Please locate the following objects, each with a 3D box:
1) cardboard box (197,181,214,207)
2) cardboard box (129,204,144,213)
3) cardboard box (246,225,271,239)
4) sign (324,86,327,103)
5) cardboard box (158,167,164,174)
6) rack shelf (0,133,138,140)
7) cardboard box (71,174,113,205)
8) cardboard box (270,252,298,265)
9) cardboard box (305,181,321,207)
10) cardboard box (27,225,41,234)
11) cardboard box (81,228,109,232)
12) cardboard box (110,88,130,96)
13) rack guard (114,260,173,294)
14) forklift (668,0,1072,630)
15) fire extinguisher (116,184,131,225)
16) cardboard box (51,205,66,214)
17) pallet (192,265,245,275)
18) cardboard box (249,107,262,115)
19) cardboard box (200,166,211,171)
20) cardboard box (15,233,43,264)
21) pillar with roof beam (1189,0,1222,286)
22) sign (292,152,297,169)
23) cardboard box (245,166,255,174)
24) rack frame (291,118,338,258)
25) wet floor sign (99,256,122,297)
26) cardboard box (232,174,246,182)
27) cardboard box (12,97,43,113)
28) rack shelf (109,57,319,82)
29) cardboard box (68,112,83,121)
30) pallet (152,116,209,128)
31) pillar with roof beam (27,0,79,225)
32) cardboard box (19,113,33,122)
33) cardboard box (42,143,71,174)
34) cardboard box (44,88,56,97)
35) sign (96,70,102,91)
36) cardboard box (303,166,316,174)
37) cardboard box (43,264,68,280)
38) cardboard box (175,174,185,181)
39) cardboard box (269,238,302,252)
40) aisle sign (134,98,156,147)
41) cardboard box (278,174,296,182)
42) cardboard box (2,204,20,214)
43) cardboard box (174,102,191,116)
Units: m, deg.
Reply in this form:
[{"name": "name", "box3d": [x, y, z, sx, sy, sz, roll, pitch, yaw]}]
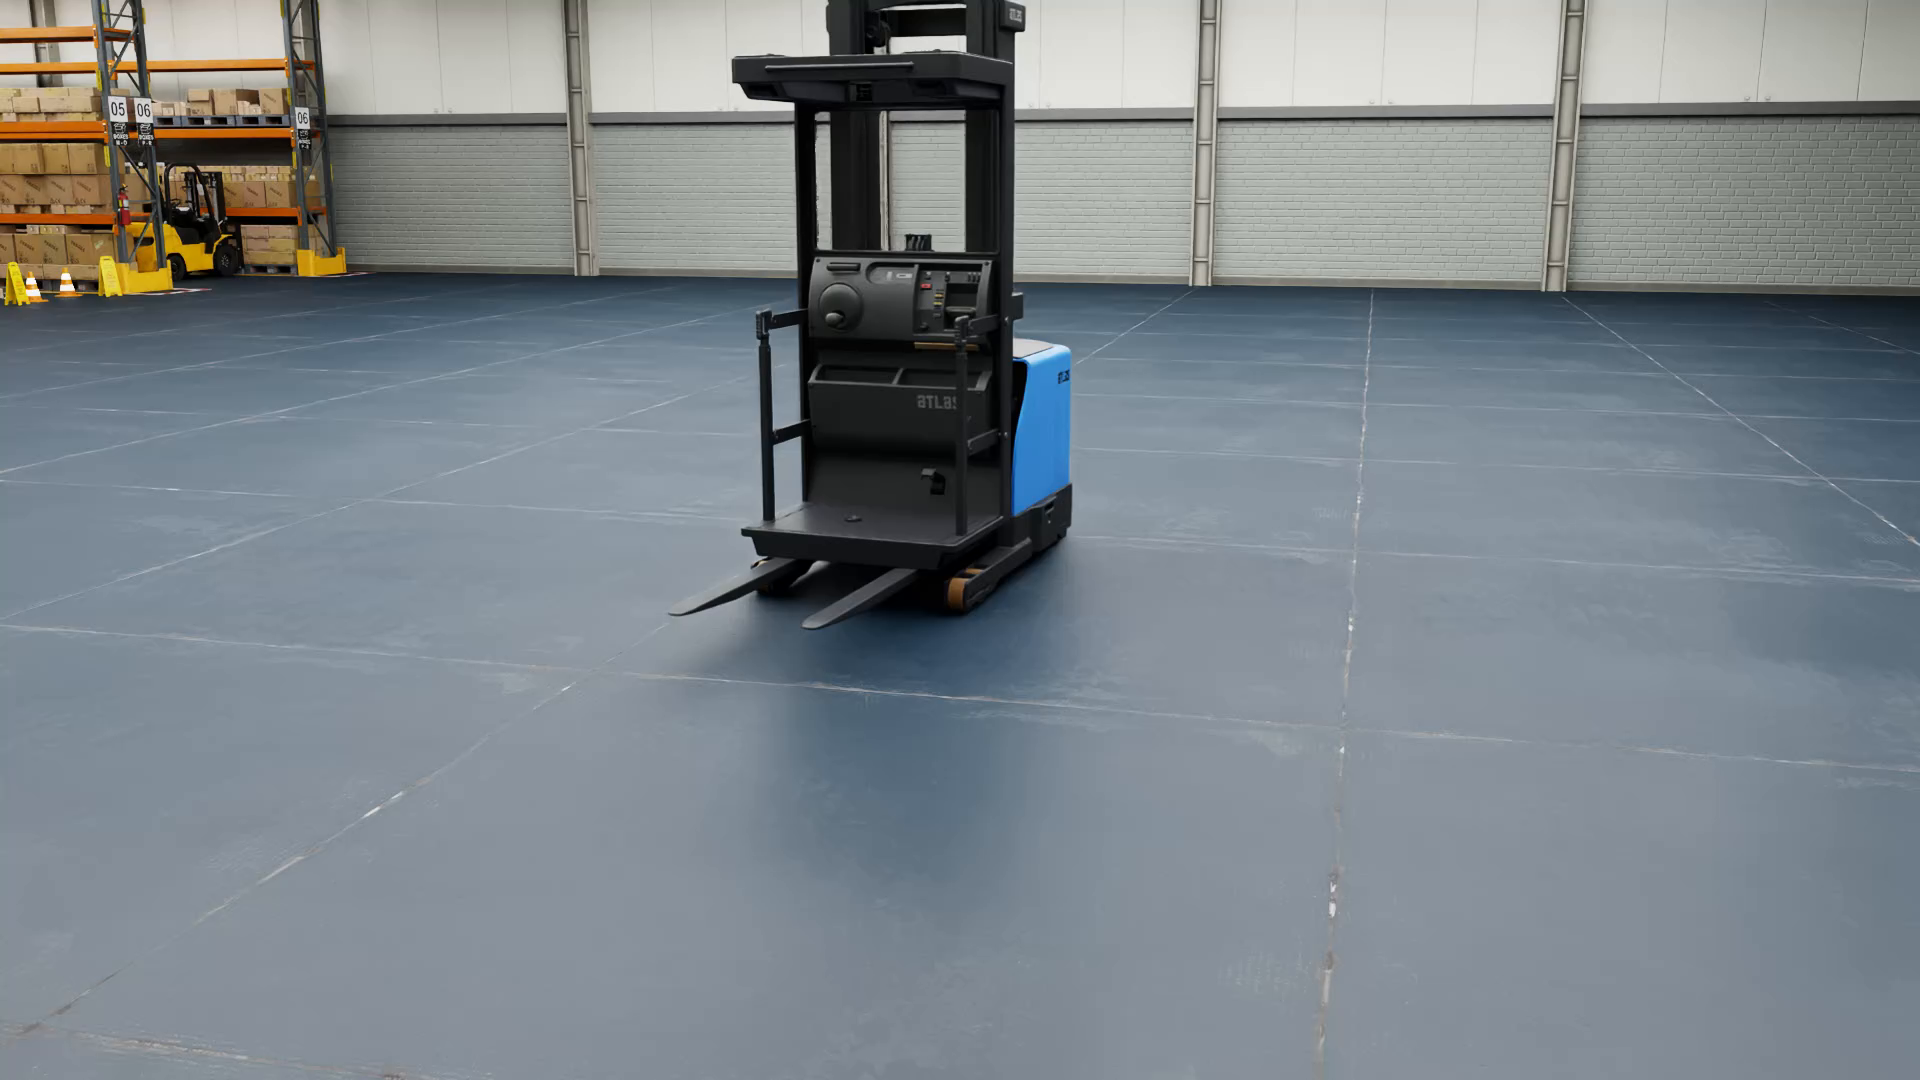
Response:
[{"name": "cardboard box", "box3d": [-14.721, -6.849, 32.950, 0.500, 0.500, 0.500, 3, 13, 14]}, {"name": "cardboard box", "box3d": [-14.156, -5.646, 28.335, 0.250, 0.149, 0.380, 3, 13, 14]}, {"name": "cardboard box", "box3d": [-13.709, -6.085, 32.808, 0.500, 0.250, 0.500, 3, 13, 15]}, {"name": "sign", "box3d": [-12.552, -8.797, 32.834, 0.005, 0.325, 0.100, 3, 13, 14]}, {"name": "cardboard box", "box3d": [-15.810, -7.385, 33.177, 0.250, 0.149, 0.380, 3, 13, 12]}, {"name": "rack shelf", "box3d": [-18.516, -8.176, 33.894, 4.000, 0.370, 1.077, 3, 13, 14]}, {"name": "cardboard box", "box3d": [-14.469, -5.871, 27.855, 0.500, 0.500, 0.500, 3, 13, 13]}, {"name": "cardboard box", "box3d": [-13.222, -5.572, 32.800, 0.500, 0.250, 0.500, 3, 13, 14]}, {"name": "cardboard box", "box3d": [-13.105, -6.884, 33.106, 0.500, 0.500, 0.500, 3, 13, 15]}, {"name": "cardboard box", "box3d": [-15.588, -5.272, 28.220, 0.250, 0.149, 0.380, 4, 13, 16]}, {"name": "cardboard box", "box3d": [-17.835, -6.071, 34.185, 0.625, 0.625, 0.875, 3, 13, 13]}, {"name": "cardboard box", "box3d": [-14.172, -7.499, 27.924, 0.250, 0.149, 0.380, 3, 13, 13]}, {"name": "rack guard", "box3d": [-13.950, -4.491, 28.321, 0.348, 0.500, 1.175, 3, 13, 14]}, {"name": "forklift", "box3d": [-0.365, -1.193, 7.846, 1.130, 2.935, 3.031, 5, 13, 20]}, {"name": "fire extinguisher", "box3d": [-13.875, -5.567, 27.577, 0.183, 0.674, 0.296, 3, 13, 14]}, {"name": "cardboard box", "box3d": [-15.064, -5.574, 28.010, 0.250, 0.149, 0.380, 3, 13, 15]}, {"name": "pallet", "box3d": [-14.624, -5.485, 33.466, 1.213, 0.211, 1.003, 3, 13, 14]}, {"name": "cardboard box", "box3d": [-13.568, -8.326, 32.290, 0.250, 0.149, 0.380, 3, 13, 12]}, {"name": "cardboard box", "box3d": [-14.819, -7.331, 32.937, 0.250, 0.149, 0.380, 3, 13, 14]}, {"name": "cardboard box", "box3d": [-15.712, -4.977, 28.387, 0.500, 0.500, 0.500, 3, 13, 12]}, {"name": "pillar with roof beam", "box3d": [3.294, -8.066, 24.814, 0.400, 9.000, 9.100, 3, 13, 14]}, {"name": "sign", "box3d": [-12.834, -7.319, 32.075, 0.005, 0.325, 0.100, 3, 13, 14]}, {"name": "cardboard box", "box3d": [-13.820, -7.279, 32.701, 0.250, 0.149, 0.380, 3, 13, 14]}, {"name": "rack frame", "box3d": [-12.690, -6.751, 32.738, 0.127, 3.000, 1.000, 3, 13, 14]}, {"name": "wet floor sign", "box3d": [-13.948, -4.323, 27.228, 0.232, 0.644, 0.267, 8, 15, 33]}, {"name": "cardboard box", "box3d": [-14.095, -7.128, 32.709, 0.250, 0.149, 0.380, 3, 13, 12]}, {"name": "cardboard box", "box3d": [-15.430, -7.266, 27.791, 0.500, 0.250, 0.500, 3, 13, 15]}, {"name": "rack shelf", "box3d": [-14.632, -9.237, 32.677, 4.000, 0.370, 1.077, 3, 13, 14]}, {"name": "cardboard box", "box3d": [-14.539, -7.015, 27.580, 0.250, 0.149, 0.380, 3, 13, 14]}, {"name": "pallet", "box3d": [-15.740, -8.341, 33.183, 1.213, 0.211, 1.003, 3, 13, 14]}, {"name": "pillar with roof beam", "box3d": [-20.007, -9.312, 30.428, 0.400, 9.000, 9.100, 3, 13, 14]}, {"name": "cardboard box", "box3d": [-15.526, -7.081, 27.879, 0.250, 0.149, 0.380, 3, 13, 12]}, {"name": "cardboard box", "box3d": [-14.914, -6.398, 27.919, 0.500, 0.500, 0.700, 3, 13, 14]}, {"name": "cardboard box", "box3d": [-15.002, -7.448, 27.694, 0.250, 0.149, 0.380, 3, 13, 14]}, {"name": "sign", "box3d": [-14.028, -7.488, 27.090, 0.005, 0.325, 0.100, 3, 13, 14]}, {"name": "cardboard box", "box3d": [-12.965, -7.324, 32.905, 0.250, 0.149, 0.380, 3, 13, 12]}, {"name": "cardboard box", "box3d": [-15.226, -4.584, 28.347, 0.500, 0.250, 0.500, 3, 13, 14]}, {"name": "cardboard box", "box3d": [-15.340, -7.189, 32.984, 0.250, 0.149, 0.380, 3, 13, 13]}, {"name": "cardboard box", "box3d": [-13.238, -5.817, 32.753, 0.500, 0.250, 0.500, 3, 13, 13]}, {"name": "aisle sign", "box3d": [-13.742, -7.038, 28.030, 0.004, 0.787, 0.394, 3, 13, 14]}, {"name": "cardboard box", "box3d": [-13.094, -7.076, 32.472, 0.250, 0.149, 0.380, 3, 13, 14]}, {"name": "cardboard box", "box3d": [-16.039, -5.633, 28.277, 0.250, 0.149, 0.380, 3, 13, 13]}, {"name": "cardboard box", "box3d": [-15.206, -8.470, 32.672, 0.258, 0.266, 0.396, 3, 13, 12]}]
